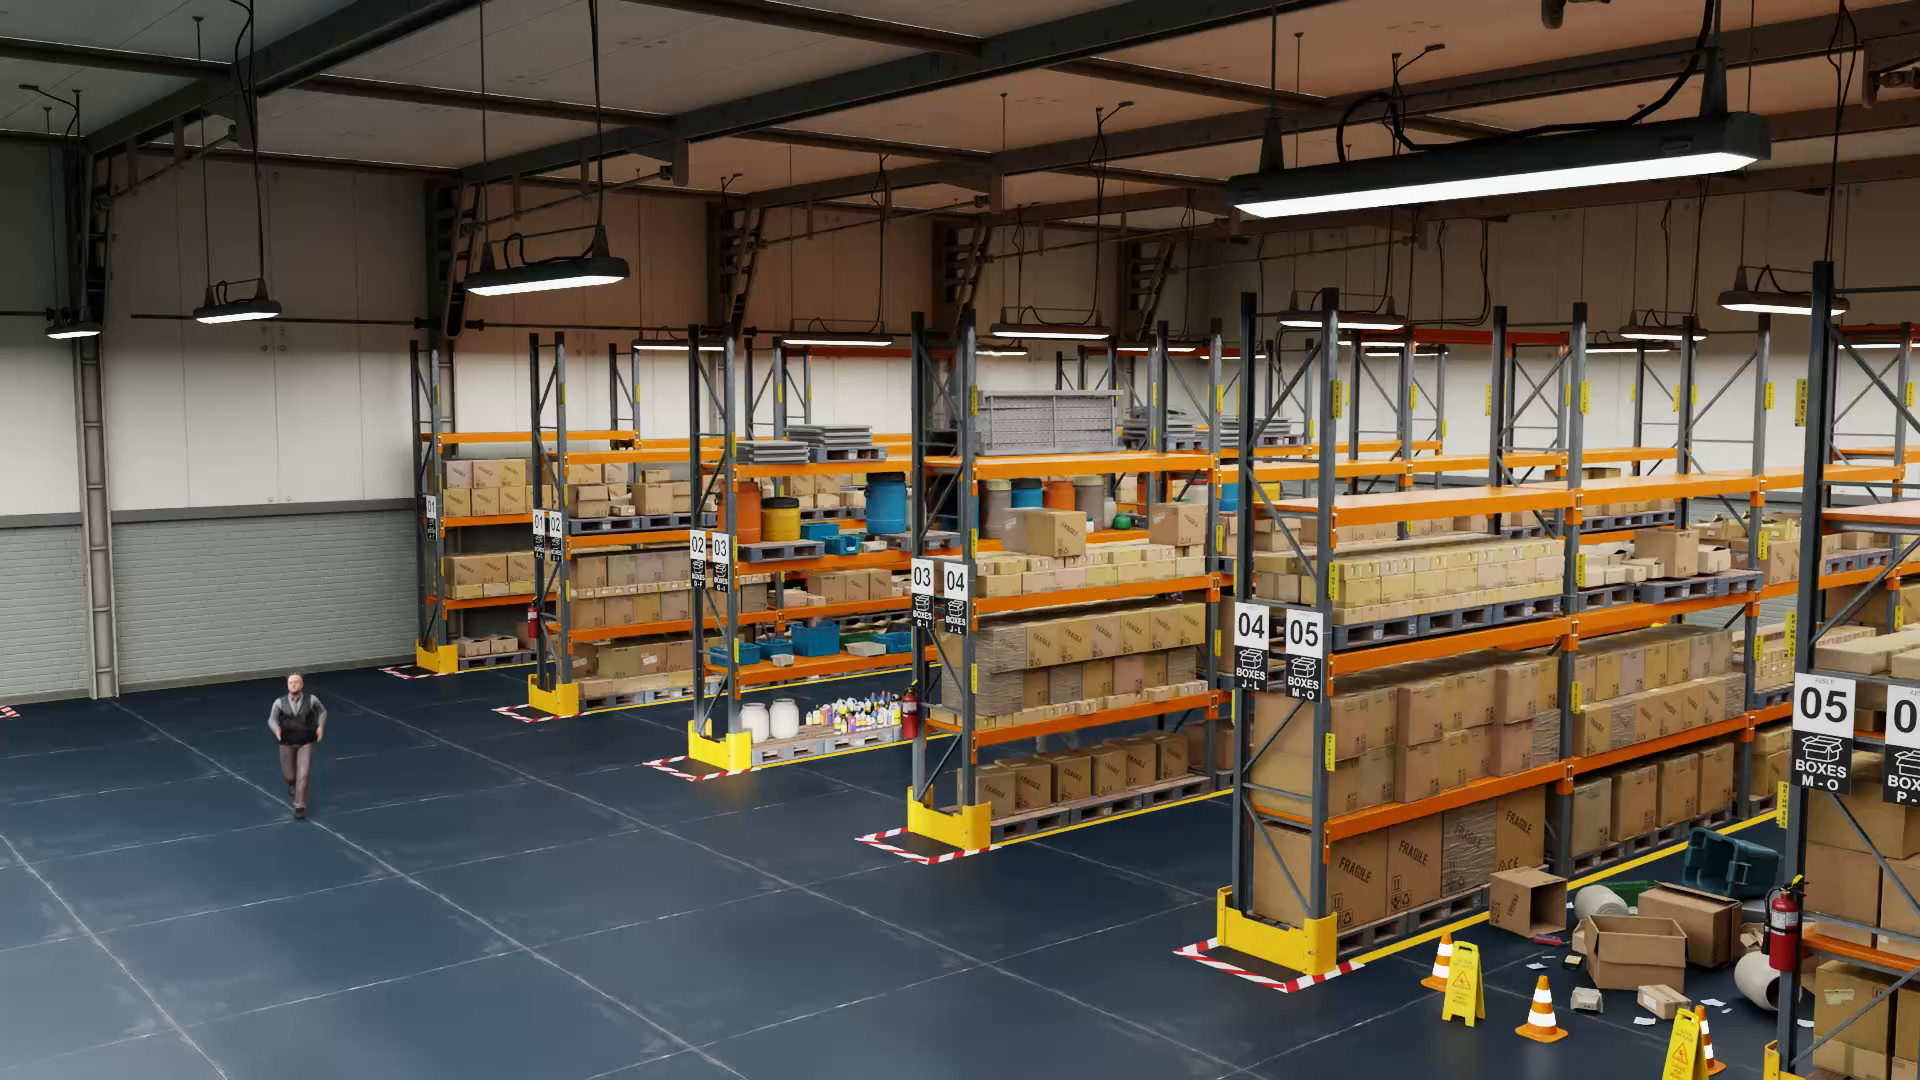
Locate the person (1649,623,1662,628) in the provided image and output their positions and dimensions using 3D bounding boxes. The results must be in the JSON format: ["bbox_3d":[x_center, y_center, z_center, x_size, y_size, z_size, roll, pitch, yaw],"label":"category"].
[{"bbox_3d":[10.040,2.070,23.889,0.849,1.783,0.685,-4,7,-39],"label":"person"}]

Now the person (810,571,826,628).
[{"bbox_3d":[-2.725,1.406,31.685,0.568,1.628,0.543,5,7,42],"label":"person"}]

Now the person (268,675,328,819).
[{"bbox_3d":[-8.000,2.472,20.113,0.677,1.688,0.896,-2,6,-18],"label":"person"}]

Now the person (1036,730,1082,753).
[{"bbox_3d":[1.335,2.195,22.586,0.830,1.842,0.653,-4,7,-40],"label":"person"}]
